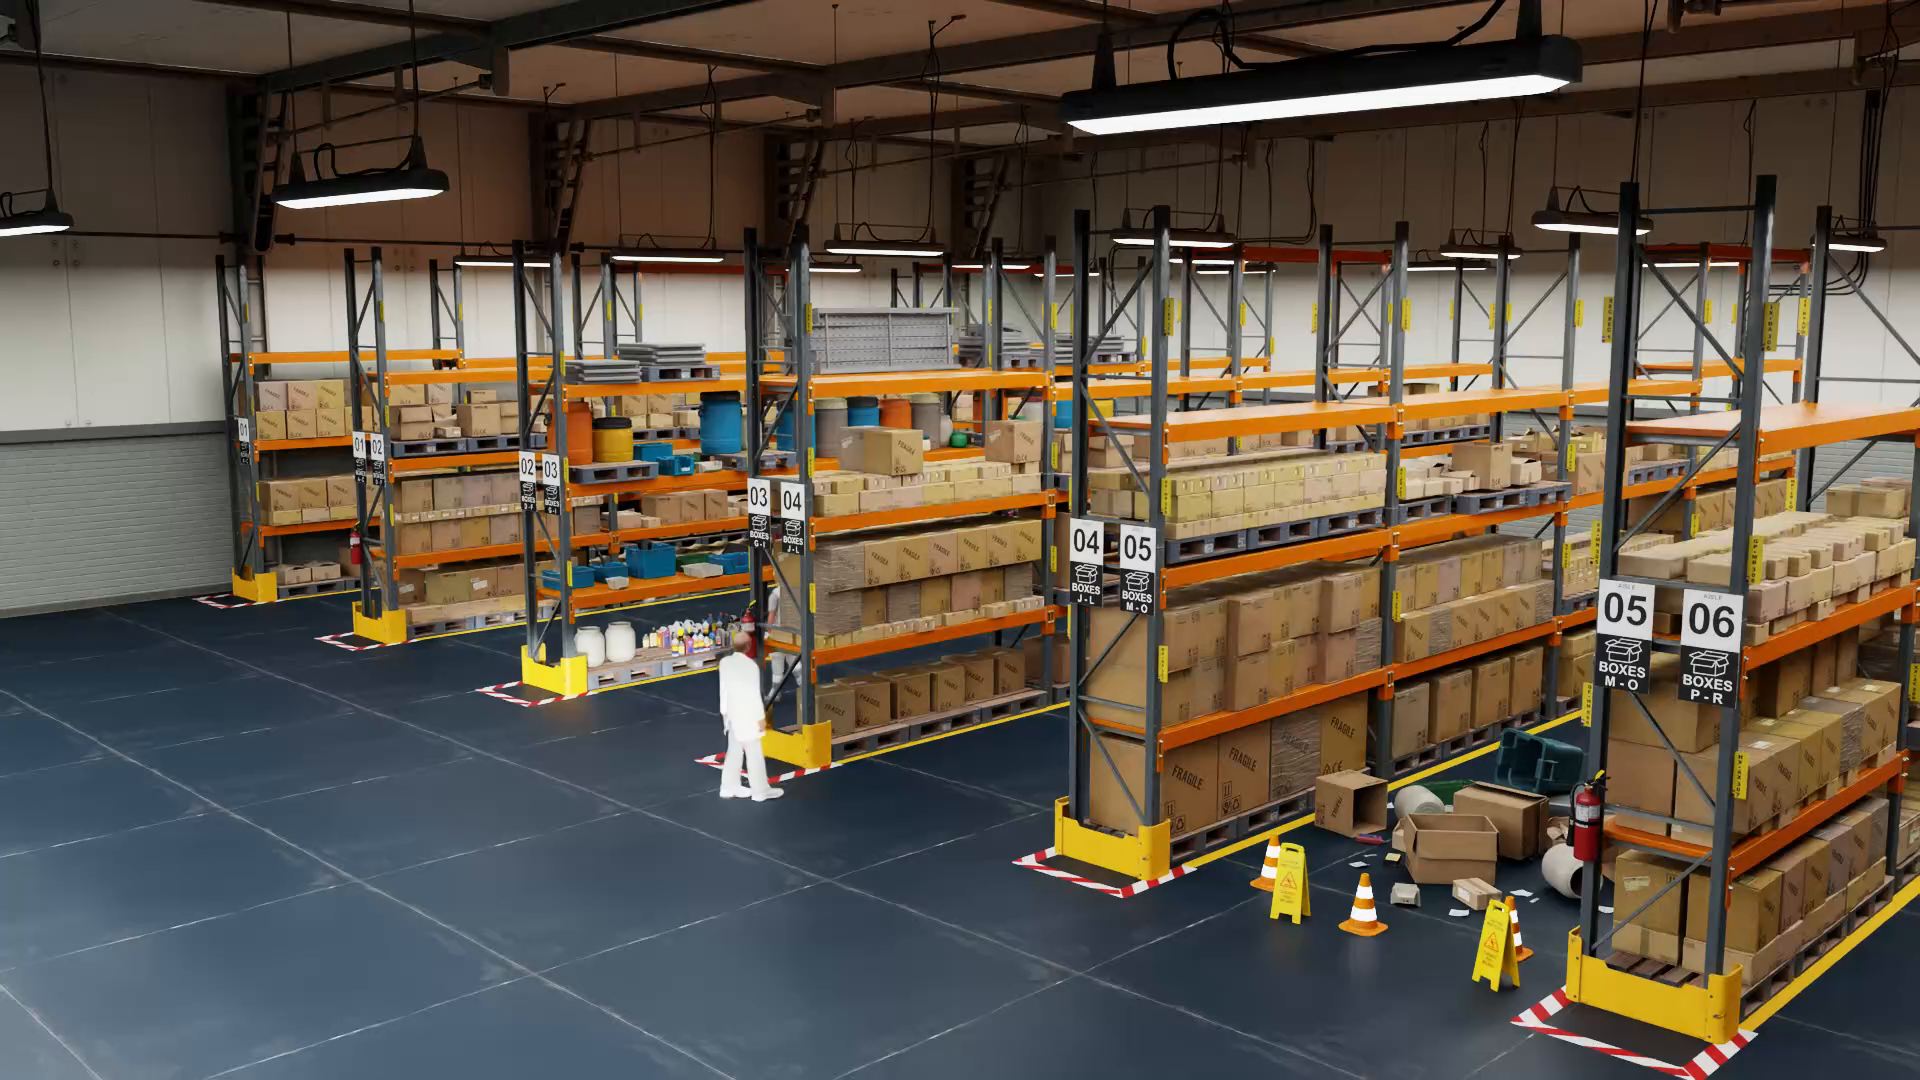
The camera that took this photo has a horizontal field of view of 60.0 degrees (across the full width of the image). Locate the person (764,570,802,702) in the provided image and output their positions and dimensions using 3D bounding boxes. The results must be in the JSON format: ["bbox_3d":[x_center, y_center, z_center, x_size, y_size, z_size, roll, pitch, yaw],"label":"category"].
[{"bbox_3d":[-2.294,1.206,21.701,0.510,1.789,0.630,6,10,34],"label":"person"}]

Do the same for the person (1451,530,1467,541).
[{"bbox_3d":[8.042,0.586,26.736,0.928,1.615,0.546,-7,11,-40],"label":"person"}]

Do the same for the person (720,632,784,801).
[{"bbox_3d":[-2.178,1.833,17.395,0.639,1.774,0.551,-3,9,-21],"label":"person"}]
